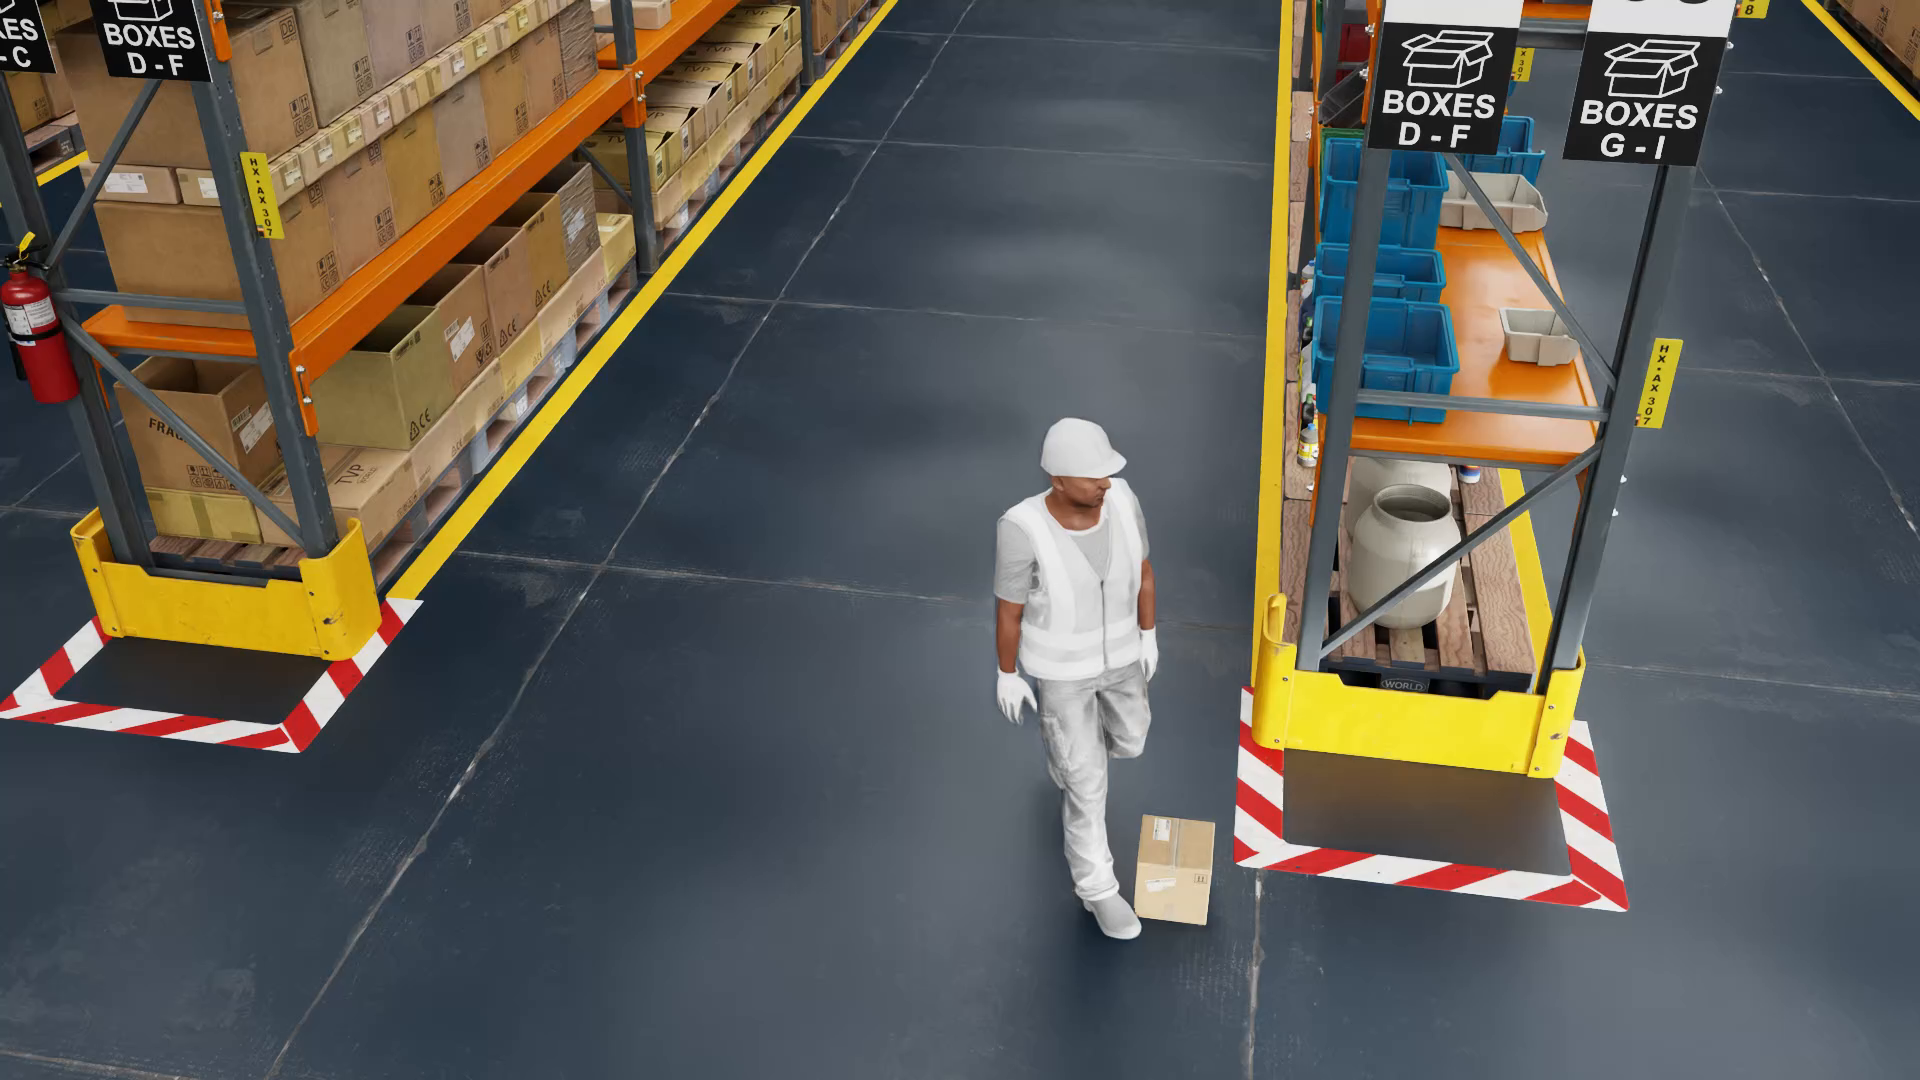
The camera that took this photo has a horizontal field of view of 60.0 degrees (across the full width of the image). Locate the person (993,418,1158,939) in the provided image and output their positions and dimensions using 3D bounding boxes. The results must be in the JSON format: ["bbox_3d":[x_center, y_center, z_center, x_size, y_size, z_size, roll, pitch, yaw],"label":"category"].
[{"bbox_3d":[0.430,0.404,5.509,0.579,1.743,0.943,-17,36,-25],"label":"person"}]
